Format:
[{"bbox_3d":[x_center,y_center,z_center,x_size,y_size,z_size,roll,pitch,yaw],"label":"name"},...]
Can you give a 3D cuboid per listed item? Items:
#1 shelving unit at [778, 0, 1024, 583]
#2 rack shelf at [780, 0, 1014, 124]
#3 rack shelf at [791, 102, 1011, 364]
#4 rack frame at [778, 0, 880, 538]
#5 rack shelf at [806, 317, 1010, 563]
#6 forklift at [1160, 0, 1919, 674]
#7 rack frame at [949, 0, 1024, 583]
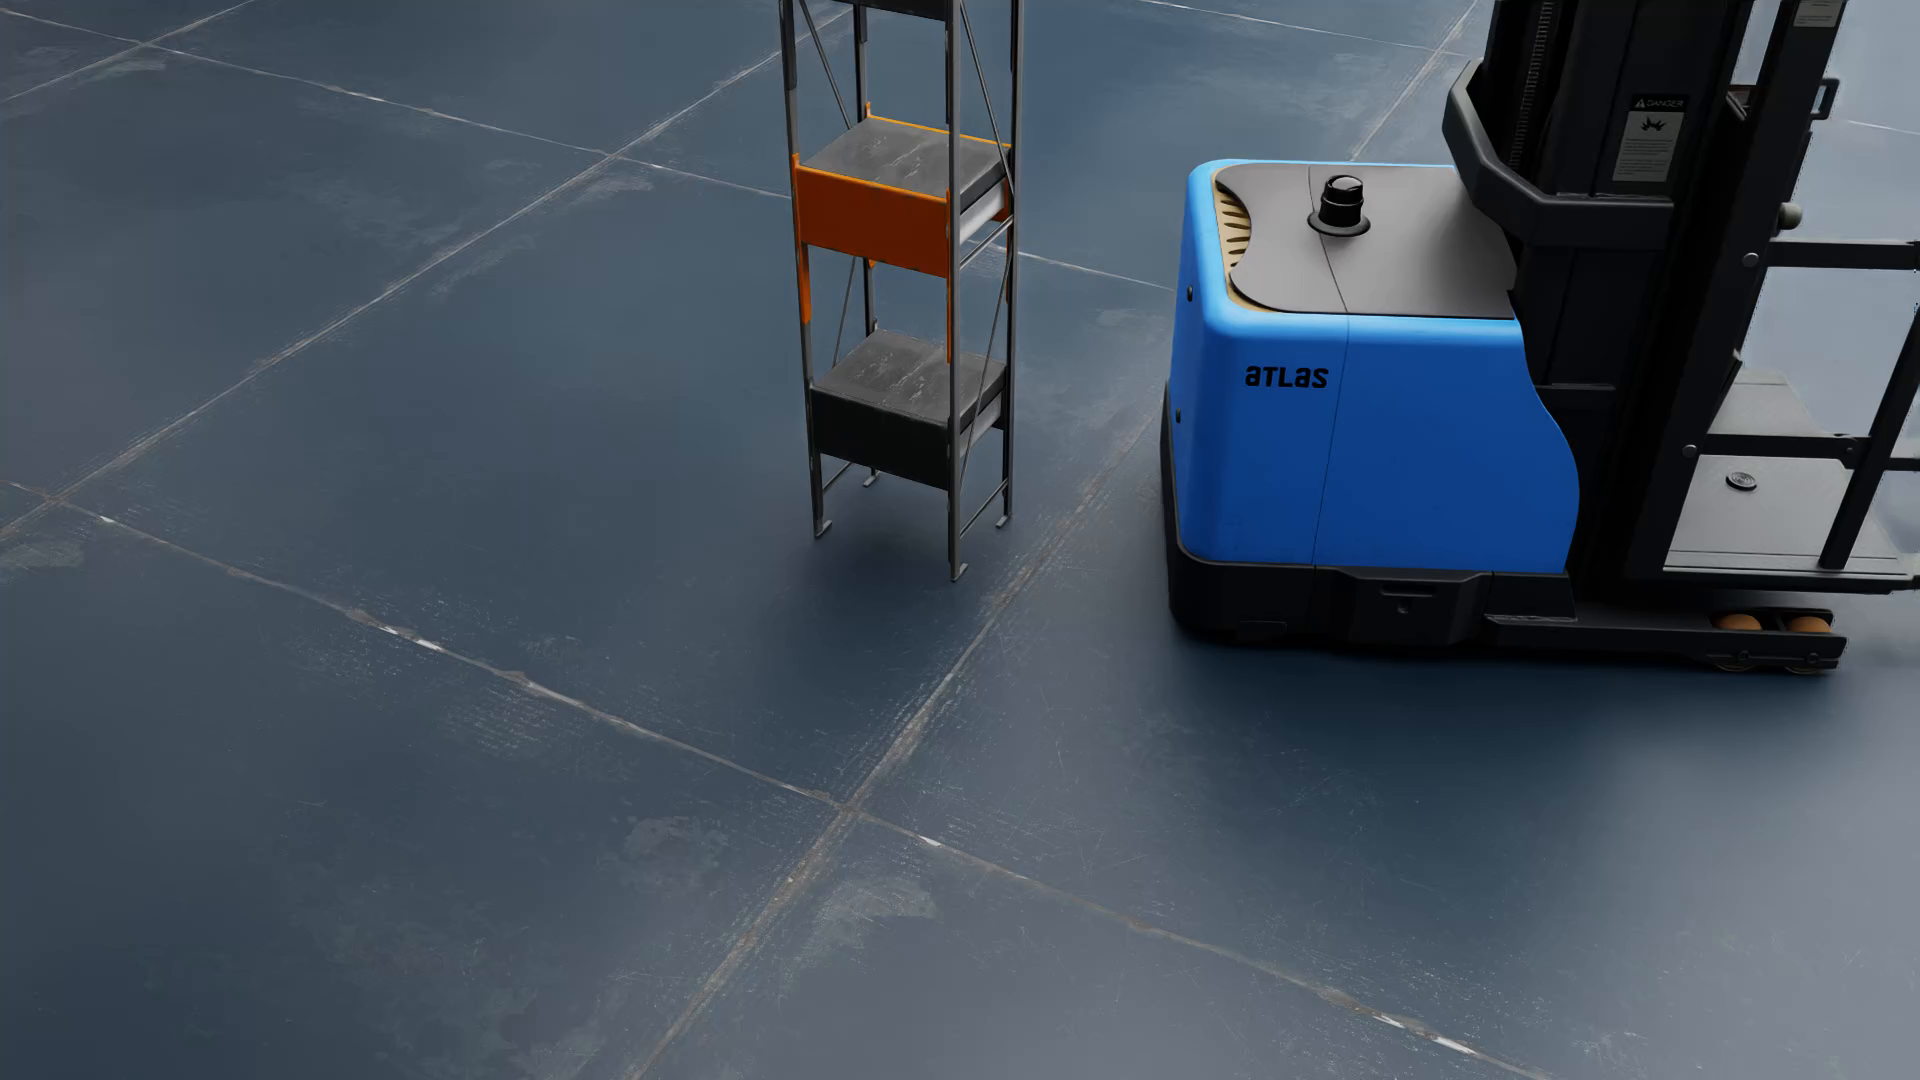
[{"bbox_3d":[-0.147,-0.882,4.676,0.503,2.100,0.431,17,41,21],"label":"shelving unit"},{"bbox_3d":[-0.147,-1.429,4.261,0.480,0.518,0.431,17,41,21],"label":"rack shelf"},{"bbox_3d":[-0.147,-0.872,4.684,0.480,0.518,0.431,17,41,21],"label":"rack shelf"},{"bbox_3d":[-0.364,-0.950,4.765,0.015,2.100,0.400,17,41,21],"label":"rack frame"},{"bbox_3d":[-0.147,-0.314,5.107,0.480,0.518,0.431,17,41,21],"label":"rack shelf"},{"bbox_3d":[2.154,-1.118,4.298,3.031,2.935,1.130,2,37,3],"label":"forklift"},{"bbox_3d":[0.070,-0.815,4.586,0.015,2.100,0.400,17,41,21],"label":"rack frame"}]
